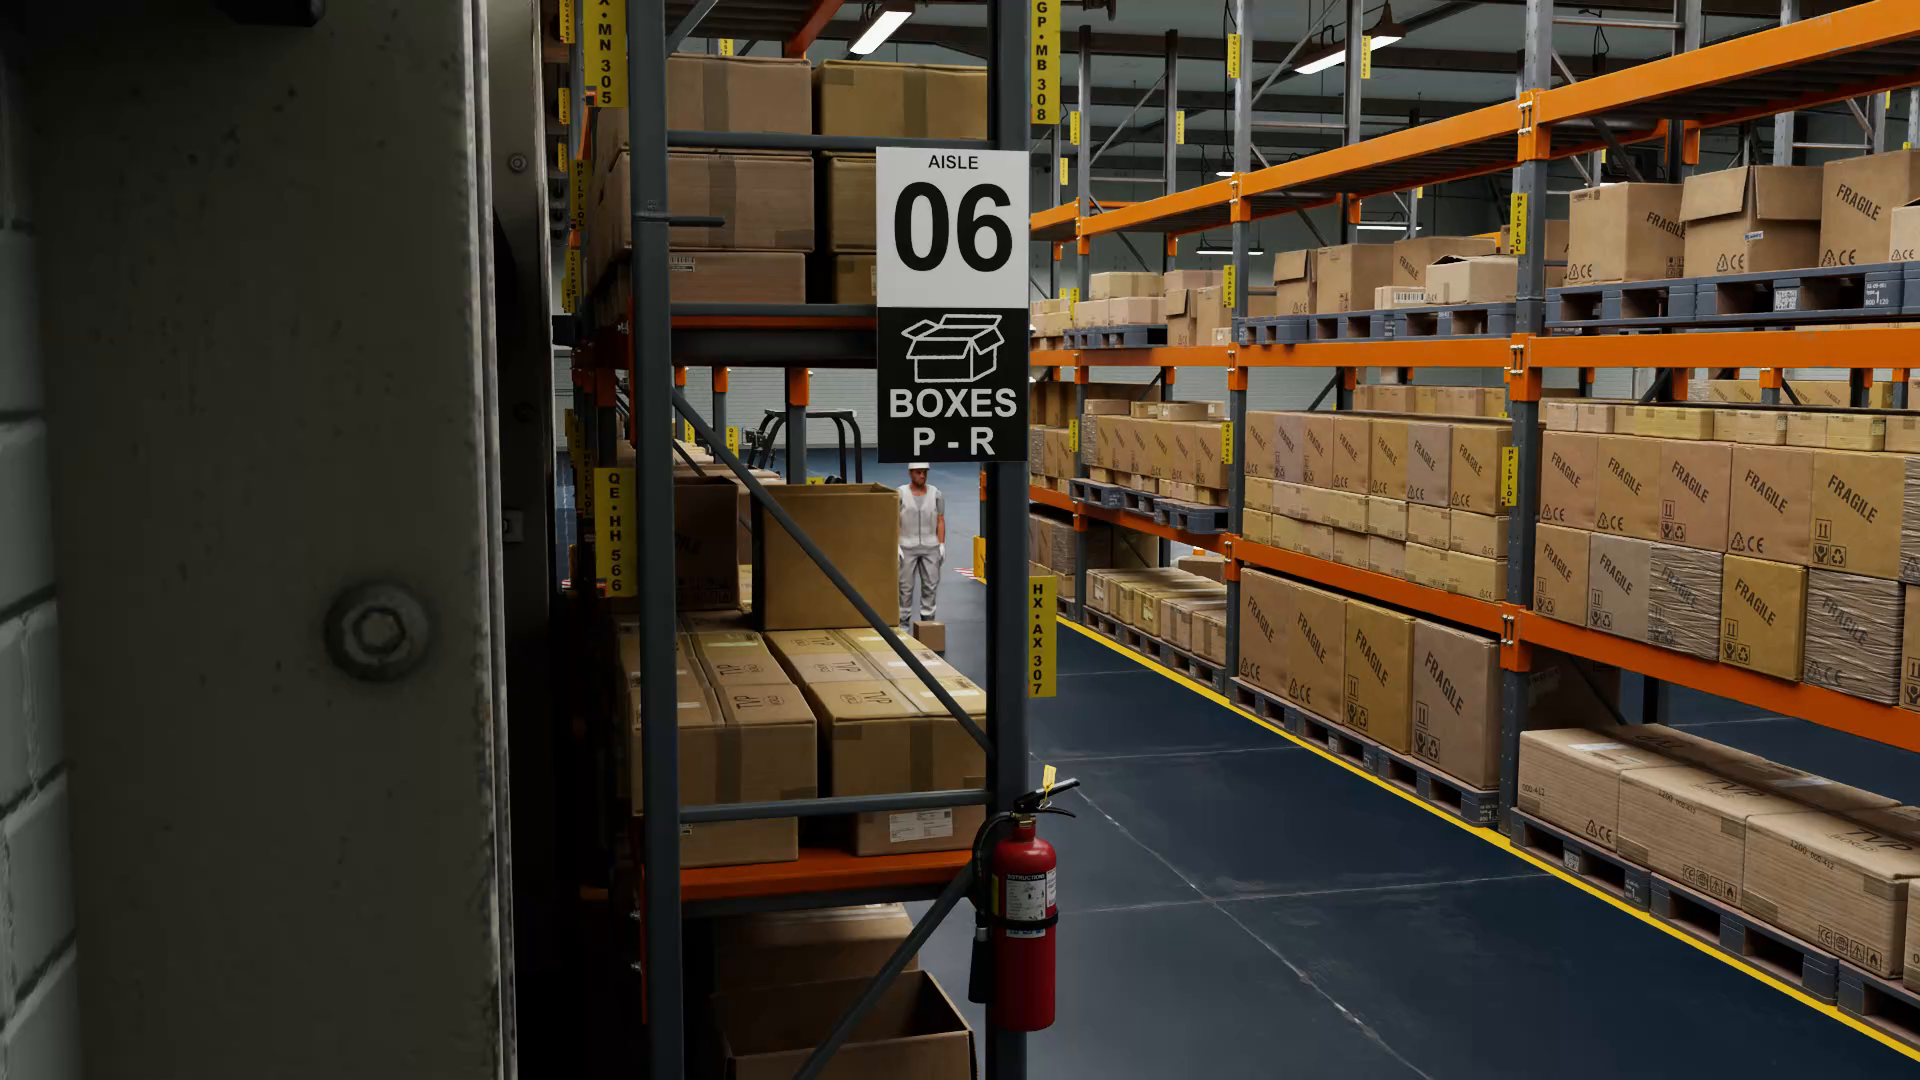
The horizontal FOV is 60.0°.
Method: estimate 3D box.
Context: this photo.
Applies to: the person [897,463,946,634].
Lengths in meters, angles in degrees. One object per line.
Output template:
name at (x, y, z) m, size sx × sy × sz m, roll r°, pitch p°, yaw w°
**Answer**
person at (-0.395, 0.095, 15.928) m, size 0.525 × 1.795 × 0.334 m, roll -1°, pitch 6°, yaw -13°
